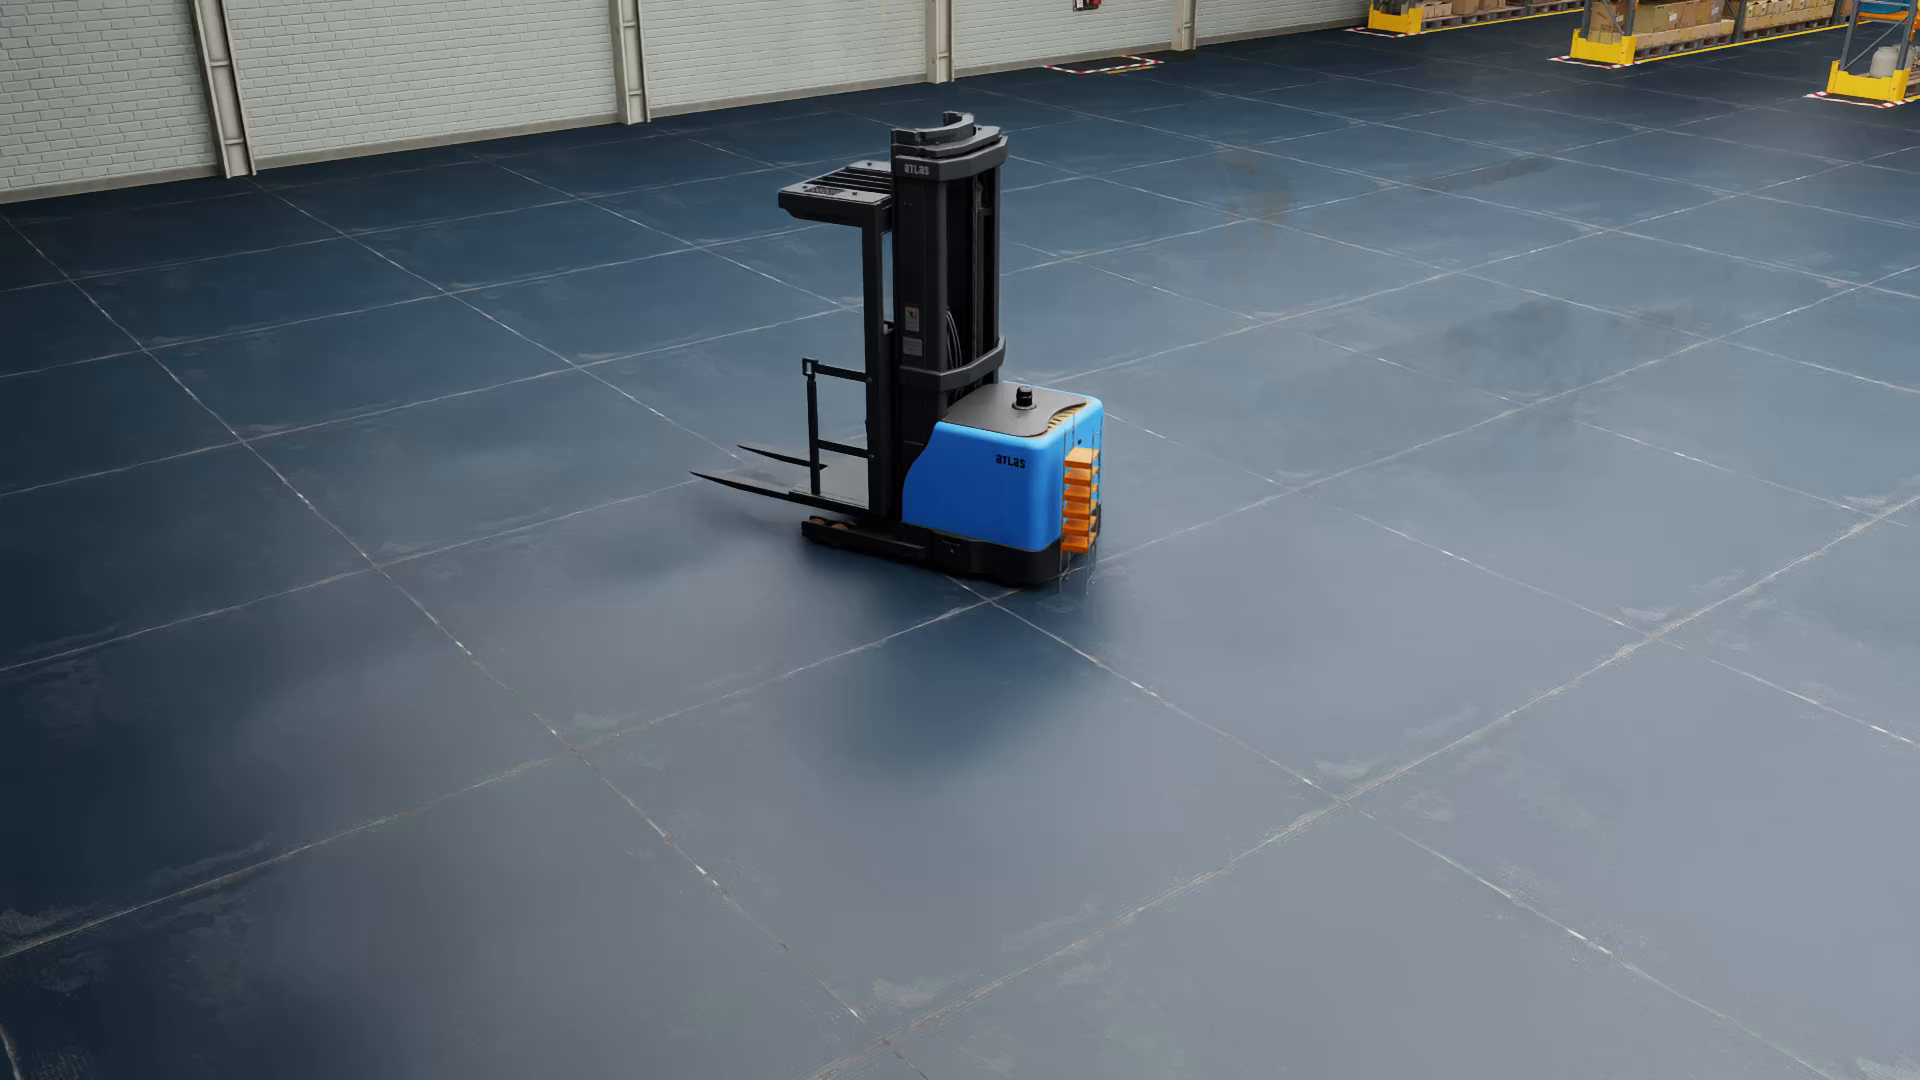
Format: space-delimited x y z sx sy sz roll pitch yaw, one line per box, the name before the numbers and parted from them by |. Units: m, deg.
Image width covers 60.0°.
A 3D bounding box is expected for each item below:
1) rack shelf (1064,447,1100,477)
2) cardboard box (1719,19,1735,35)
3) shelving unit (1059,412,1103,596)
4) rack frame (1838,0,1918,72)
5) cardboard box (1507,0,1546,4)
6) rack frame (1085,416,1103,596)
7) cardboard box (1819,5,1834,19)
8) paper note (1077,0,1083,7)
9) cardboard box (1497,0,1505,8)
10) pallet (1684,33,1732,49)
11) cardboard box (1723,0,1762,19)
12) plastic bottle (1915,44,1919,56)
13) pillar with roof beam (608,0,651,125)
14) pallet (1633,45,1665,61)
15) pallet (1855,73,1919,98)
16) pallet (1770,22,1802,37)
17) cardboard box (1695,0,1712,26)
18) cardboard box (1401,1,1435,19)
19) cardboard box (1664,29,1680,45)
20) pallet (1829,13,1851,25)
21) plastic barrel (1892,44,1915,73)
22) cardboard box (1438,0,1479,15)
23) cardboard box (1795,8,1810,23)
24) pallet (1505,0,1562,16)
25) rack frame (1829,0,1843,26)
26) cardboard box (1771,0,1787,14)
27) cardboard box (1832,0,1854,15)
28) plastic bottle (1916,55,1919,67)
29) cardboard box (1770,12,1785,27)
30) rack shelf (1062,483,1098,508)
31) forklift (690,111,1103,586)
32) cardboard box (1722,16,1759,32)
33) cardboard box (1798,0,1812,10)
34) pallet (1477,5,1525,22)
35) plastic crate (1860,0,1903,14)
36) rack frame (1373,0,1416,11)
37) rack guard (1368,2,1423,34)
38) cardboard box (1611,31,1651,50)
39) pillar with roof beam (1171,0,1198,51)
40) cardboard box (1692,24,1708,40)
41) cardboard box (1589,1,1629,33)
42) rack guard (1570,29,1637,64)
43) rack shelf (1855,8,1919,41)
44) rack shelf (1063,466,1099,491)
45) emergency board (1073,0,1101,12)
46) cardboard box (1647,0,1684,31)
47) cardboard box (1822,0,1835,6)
rack shelf | 0.794 -0.512 10.801 0.180 0.103 0.258 8 27 16
cardboard box | 15.054 -10.235 33.134 0.500 0.250 0.500 -18 31 -34
shelving unit | 0.792 -0.227 10.937 0.189 1.200 0.258 8 27 16
rack frame | 15.190 -8.803 27.282 0.127 3.000 1.000 -18 31 -34
cardboard box | 12.793 -12.387 37.450 0.500 0.500 0.700 -17 30 -32
rack frame | 0.879 -0.214 10.911 0.006 1.200 0.240 8 27 16
cardboard box | 18.168 -11.249 35.320 0.500 0.250 0.500 -17 30 -33
paper note | 2.222 -9.943 30.785 0.142 0.148 0.016 -18 31 -34
cardboard box | 11.822 -11.890 36.776 0.380 0.166 0.250 22 33 39
pallet | 14.632 -10.027 33.231 1.213 0.211 1.003 -18 31 -34
cardboard box | 15.763 -10.707 33.485 0.500 0.311 0.500 -18 30 -34
plastic bottle | 16.963 -8.609 29.487 0.185 0.351 0.144 -19 31 -34
pillar with roof beam | -2.414 -9.173 20.953 0.400 9.000 9.100 -18 31 -34
pallet | 12.712 -9.393 31.865 1.213 0.211 1.003 -18 31 -34
pallet | 15.863 -7.783 28.397 1.213 0.211 1.003 -18 31 -34
pallet | 16.800 -10.742 34.773 1.213 0.211 1.003 -18 31 -34
cardboard box | 14.262 -10.318 32.422 0.500 0.500 0.500 -18 31 -34
cardboard box | 9.677 -11.215 35.150 0.500 0.311 0.500 -23 33 -40
cardboard box | 13.480 -9.715 32.014 0.500 0.250 0.500 -18 31 -34
pallet | 19.042 -11.440 36.276 1.213 0.211 1.003 -18 31 -34
plastic barrel | 16.055 -8.192 28.421 0.421 0.512 0.421 0 25 0
cardboard box | 10.733 -11.623 35.805 0.500 0.500 0.700 -21 32 -37
cardboard box | 17.367 -10.984 34.749 0.500 0.250 0.500 -17 30 -33
pallet | 12.836 -12.062 37.617 1.213 0.211 1.003 -18 31 -34
rack frame | 18.432 -12.523 35.298 0.127 3.000 1.000 -18 31 -34
cardboard box | 16.566 -10.970 34.052 0.500 0.311 0.500 -19 31 -36
cardboard box | 18.966 -11.613 35.782 0.500 0.500 0.500 -17 30 -32
plastic bottle | 16.926 -8.464 29.353 0.097 0.201 0.097 0 25 0
cardboard box | 16.563 -10.718 34.176 0.500 0.250 0.500 -19 31 -36
rack shelf | 0.793 -0.296 10.904 0.180 0.103 0.258 8 27 16
forklift | -0.544 -1.457 11.534 3.031 2.935 1.130 13 28 26
cardboard box | 15.754 -10.450 33.598 0.500 0.250 0.500 -19 31 -35
cardboard box | 17.367 -11.236 34.625 0.500 0.311 0.500 -18 31 -34
pallet | 11.718 -11.673 36.779 1.213 0.211 1.003 -18 31 -34
plastic crate | 15.399 -8.965 27.808 0.616 0.251 0.499 -18 31 -34
rack frame | 9.077 -12.085 34.354 0.127 3.000 1.000 -18 31 -34
rack guard | 9.136 -10.971 34.923 0.348 0.500 1.175 -18 31 -34
cardboard box | 12.695 -9.454 31.452 0.500 0.250 0.500 -18 31 -34
pillar with roof beam | 7.029 -12.290 27.669 0.400 9.000 9.100 -18 31 -34
cardboard box | 14.270 -9.973 32.571 0.500 0.250 0.500 -18 31 -34
cardboard box | 12.375 -9.966 31.665 0.500 0.500 0.500 -18 31 -34
rack guard | 12.117 -9.305 31.333 0.348 0.500 1.175 -18 31 -34
rack shelf | 16.764 -8.996 28.553 4.000 0.370 1.077 -18 31 -34
rack shelf | 0.793 -0.404 10.852 0.180 0.103 0.258 8 27 16
emergency board | 2.404 -10.366 30.649 0.643 1.169 0.194 -18 31 -34
cardboard box | 13.473 -10.059 31.864 0.500 0.500 0.500 -18 31 -34
cardboard box | 18.171 -11.503 35.201 0.500 0.311 0.500 -17 30 -33
